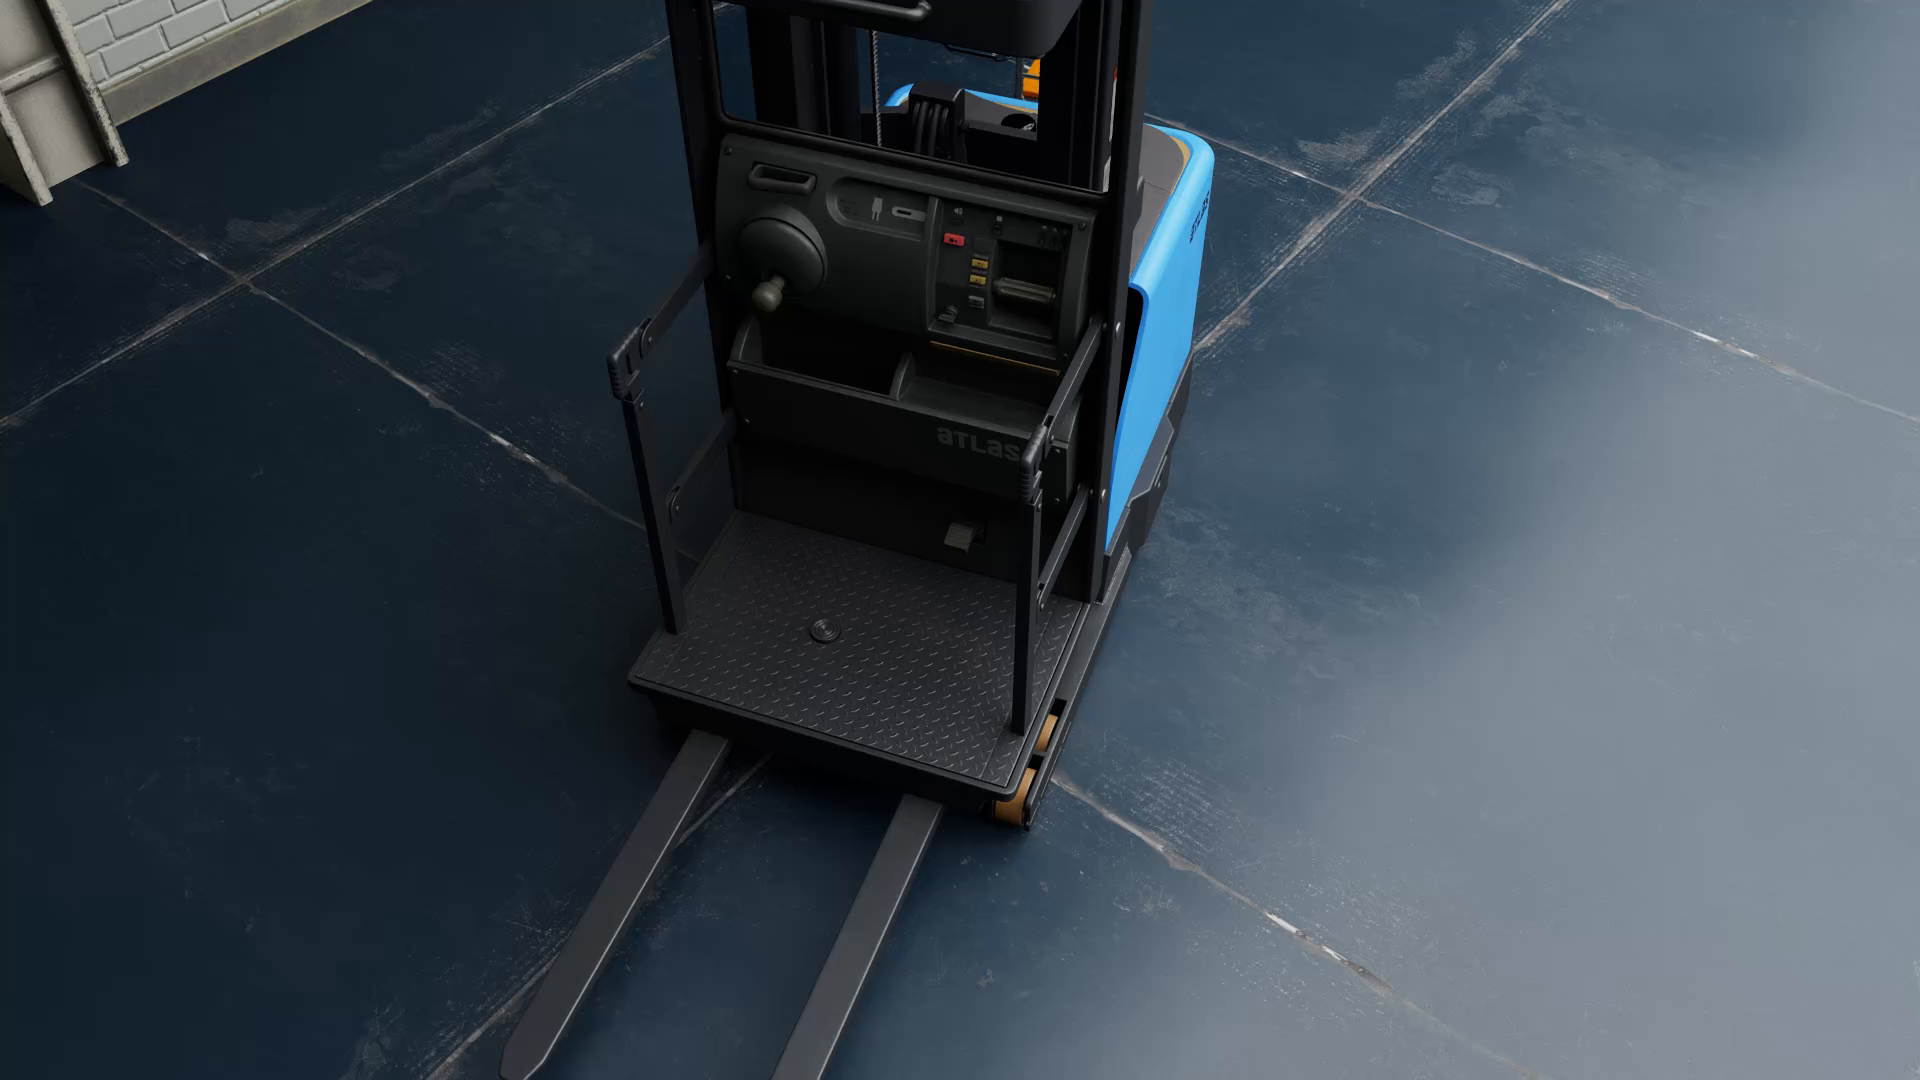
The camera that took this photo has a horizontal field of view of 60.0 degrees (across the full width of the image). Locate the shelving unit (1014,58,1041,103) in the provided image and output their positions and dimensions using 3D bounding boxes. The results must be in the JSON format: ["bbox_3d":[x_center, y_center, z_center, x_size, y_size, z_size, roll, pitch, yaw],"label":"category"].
[{"bbox_3d":[0.367,-1.203,5.569,0.258,1.200,0.503,14,48,13],"label":"shelving unit"}]

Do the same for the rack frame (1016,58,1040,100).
[{"bbox_3d":[0.287,-1.036,5.410,0.240,1.200,0.015,14,48,13],"label":"rack frame"}]

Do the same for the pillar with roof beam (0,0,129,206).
[{"bbox_3d":[-0.185,-2.689,1.595,9.100,9.000,0.400,29,53,25],"label":"pillar with roof beam"}]

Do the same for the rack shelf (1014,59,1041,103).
[{"bbox_3d":[0.367,-1.474,5.285,0.258,0.148,0.480,14,48,13],"label":"rack shelf"}]

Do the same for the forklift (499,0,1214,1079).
[{"bbox_3d":[-0.217,-0.584,3.781,1.130,2.935,3.031,15,48,14],"label":"forklift"}]
